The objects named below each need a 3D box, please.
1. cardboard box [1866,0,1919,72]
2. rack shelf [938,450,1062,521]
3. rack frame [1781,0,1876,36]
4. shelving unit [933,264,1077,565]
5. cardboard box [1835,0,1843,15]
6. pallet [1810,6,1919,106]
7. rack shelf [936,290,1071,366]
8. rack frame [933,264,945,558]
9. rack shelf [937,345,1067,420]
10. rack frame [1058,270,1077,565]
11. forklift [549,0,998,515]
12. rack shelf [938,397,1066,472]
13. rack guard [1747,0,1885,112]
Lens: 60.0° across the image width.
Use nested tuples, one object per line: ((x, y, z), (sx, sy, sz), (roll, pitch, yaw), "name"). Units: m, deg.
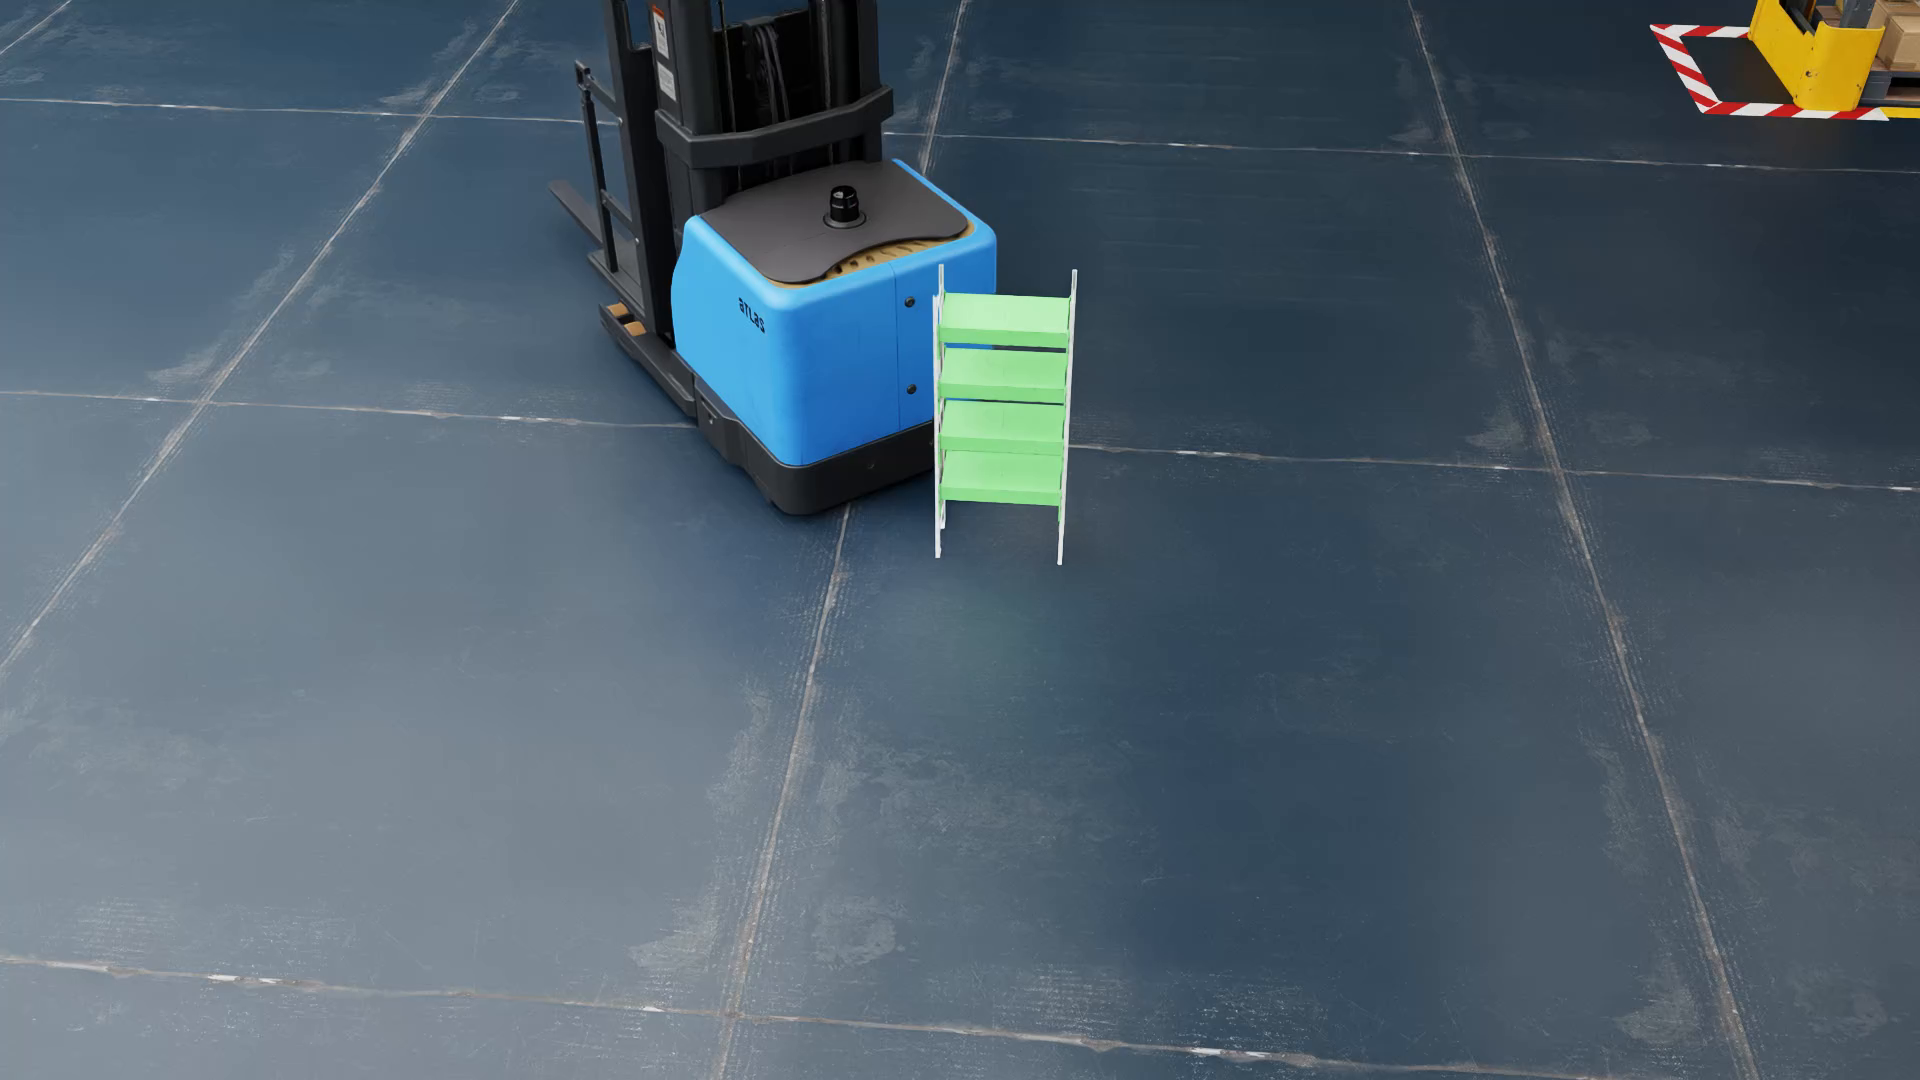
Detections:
((5.756, -3.007, 9.913), (0.500, 0.250, 0.500), (3, 39, 4), "cardboard box")
((0.165, -0.221, 6.552), (0.480, 0.148, 0.258), (3, 39, 4), "rack shelf")
((5.241, -4.079, 9.386), (0.127, 3.000, 1.000), (3, 39, 4), "rack frame")
((0.165, -0.456, 6.360), (0.503, 1.200, 0.258), (3, 39, 4), "shelving unit")
((5.801, -3.332, 10.313), (0.500, 0.250, 0.500), (3, 39, 4), "cardboard box")
((6.006, -2.983, 10.247), (1.213, 0.211, 1.003), (3, 39, 4), "pallet")
((0.165, -0.779, 6.097), (0.480, 0.148, 0.258), (3, 39, 4), "rack shelf")
((-0.078, -0.470, 6.376), (0.015, 1.200, 0.240), (3, 39, 4), "rack frame")
((0.165, -0.593, 6.249), (0.480, 0.148, 0.258), (3, 39, 4), "rack shelf")
((0.408, -0.443, 6.344), (0.015, 1.200, 0.240), (3, 39, 4), "rack frame")
((-1.054, -2.139, 7.056), (1.130, 2.935, 3.031), (-22, 44, -25), "forklift")
((0.165, -0.407, 6.400), (0.480, 0.148, 0.258), (3, 39, 4), "rack shelf")
((5.217, -3.111, 10.176), (0.348, 0.500, 1.175), (3, 39, 4), "rack guard")
